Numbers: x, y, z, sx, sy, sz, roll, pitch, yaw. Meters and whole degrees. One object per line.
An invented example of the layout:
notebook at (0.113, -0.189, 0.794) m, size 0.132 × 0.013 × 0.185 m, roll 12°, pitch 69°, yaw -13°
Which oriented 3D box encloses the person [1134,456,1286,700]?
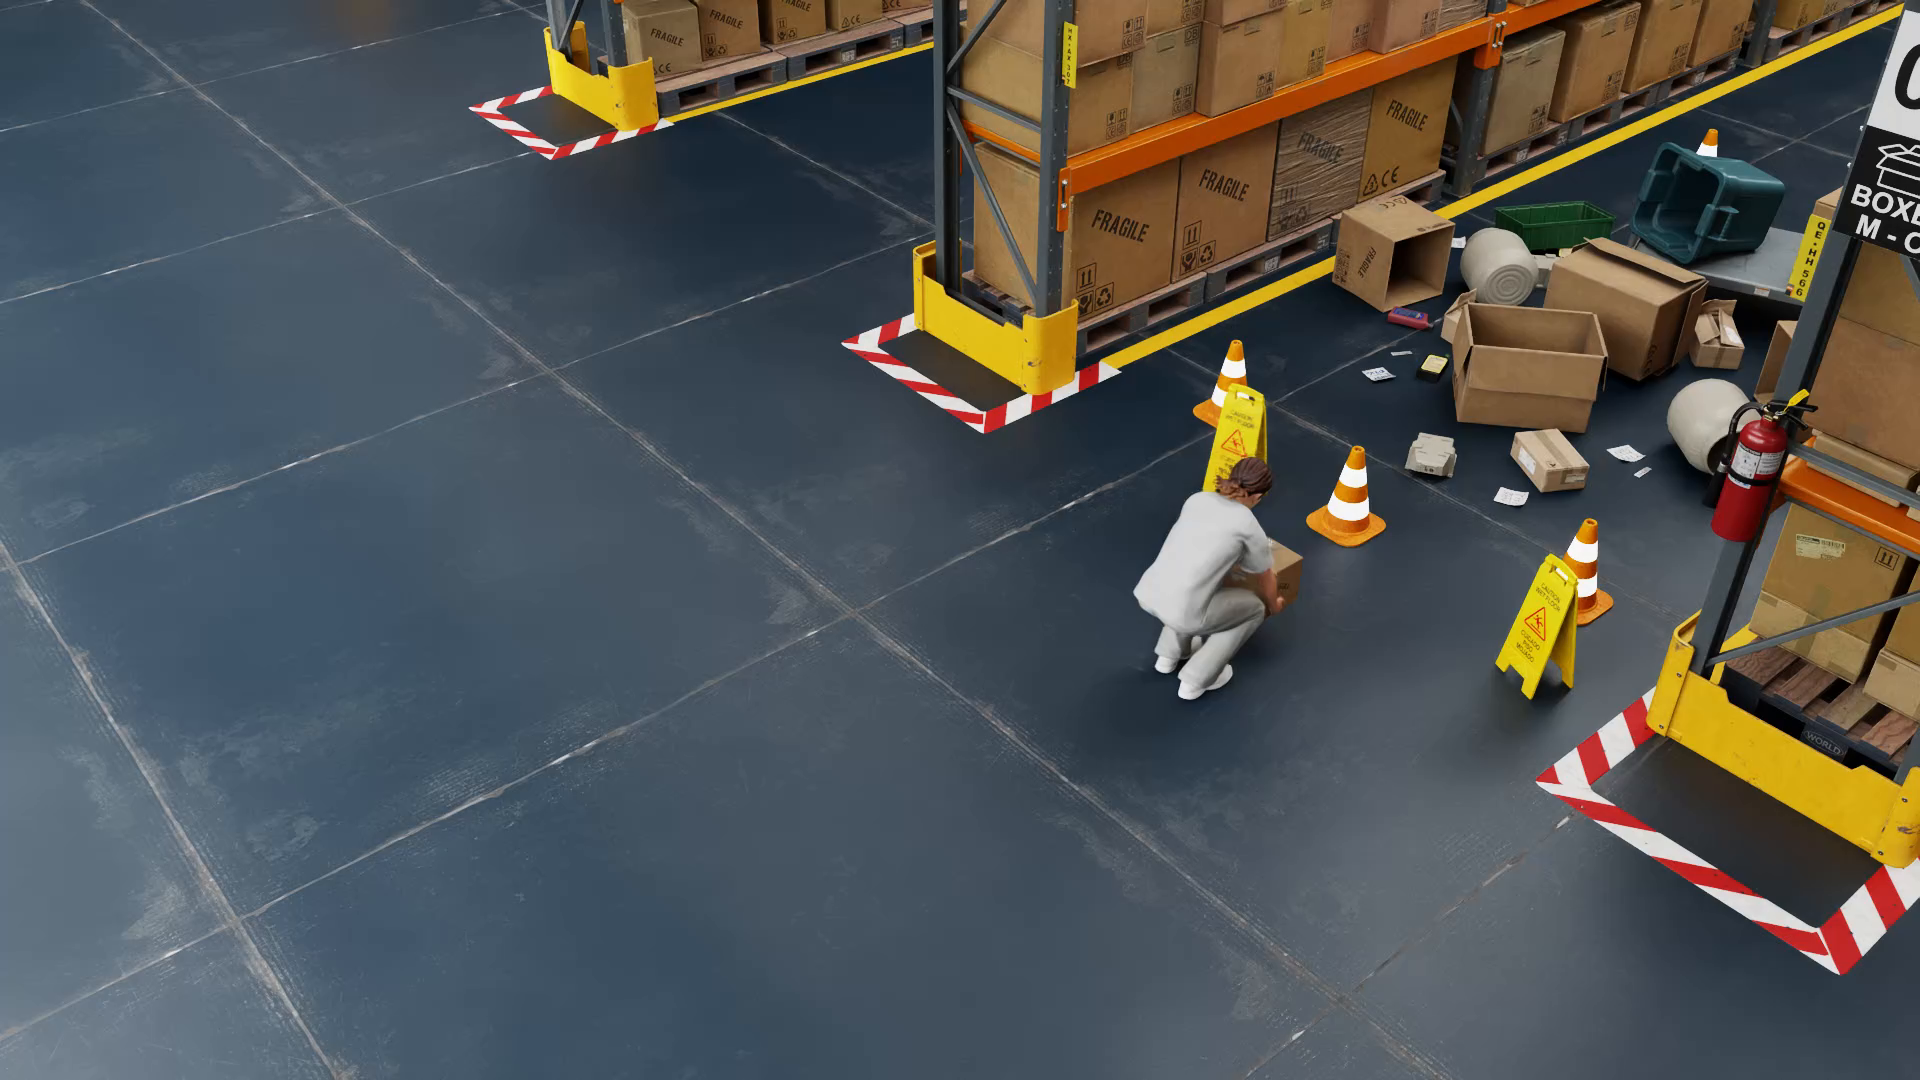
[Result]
person at (1.107, 0.165, 7.435) m, size 0.783 × 0.992 × 0.486 m, roll -27°, pitch 44°, yaw -32°
